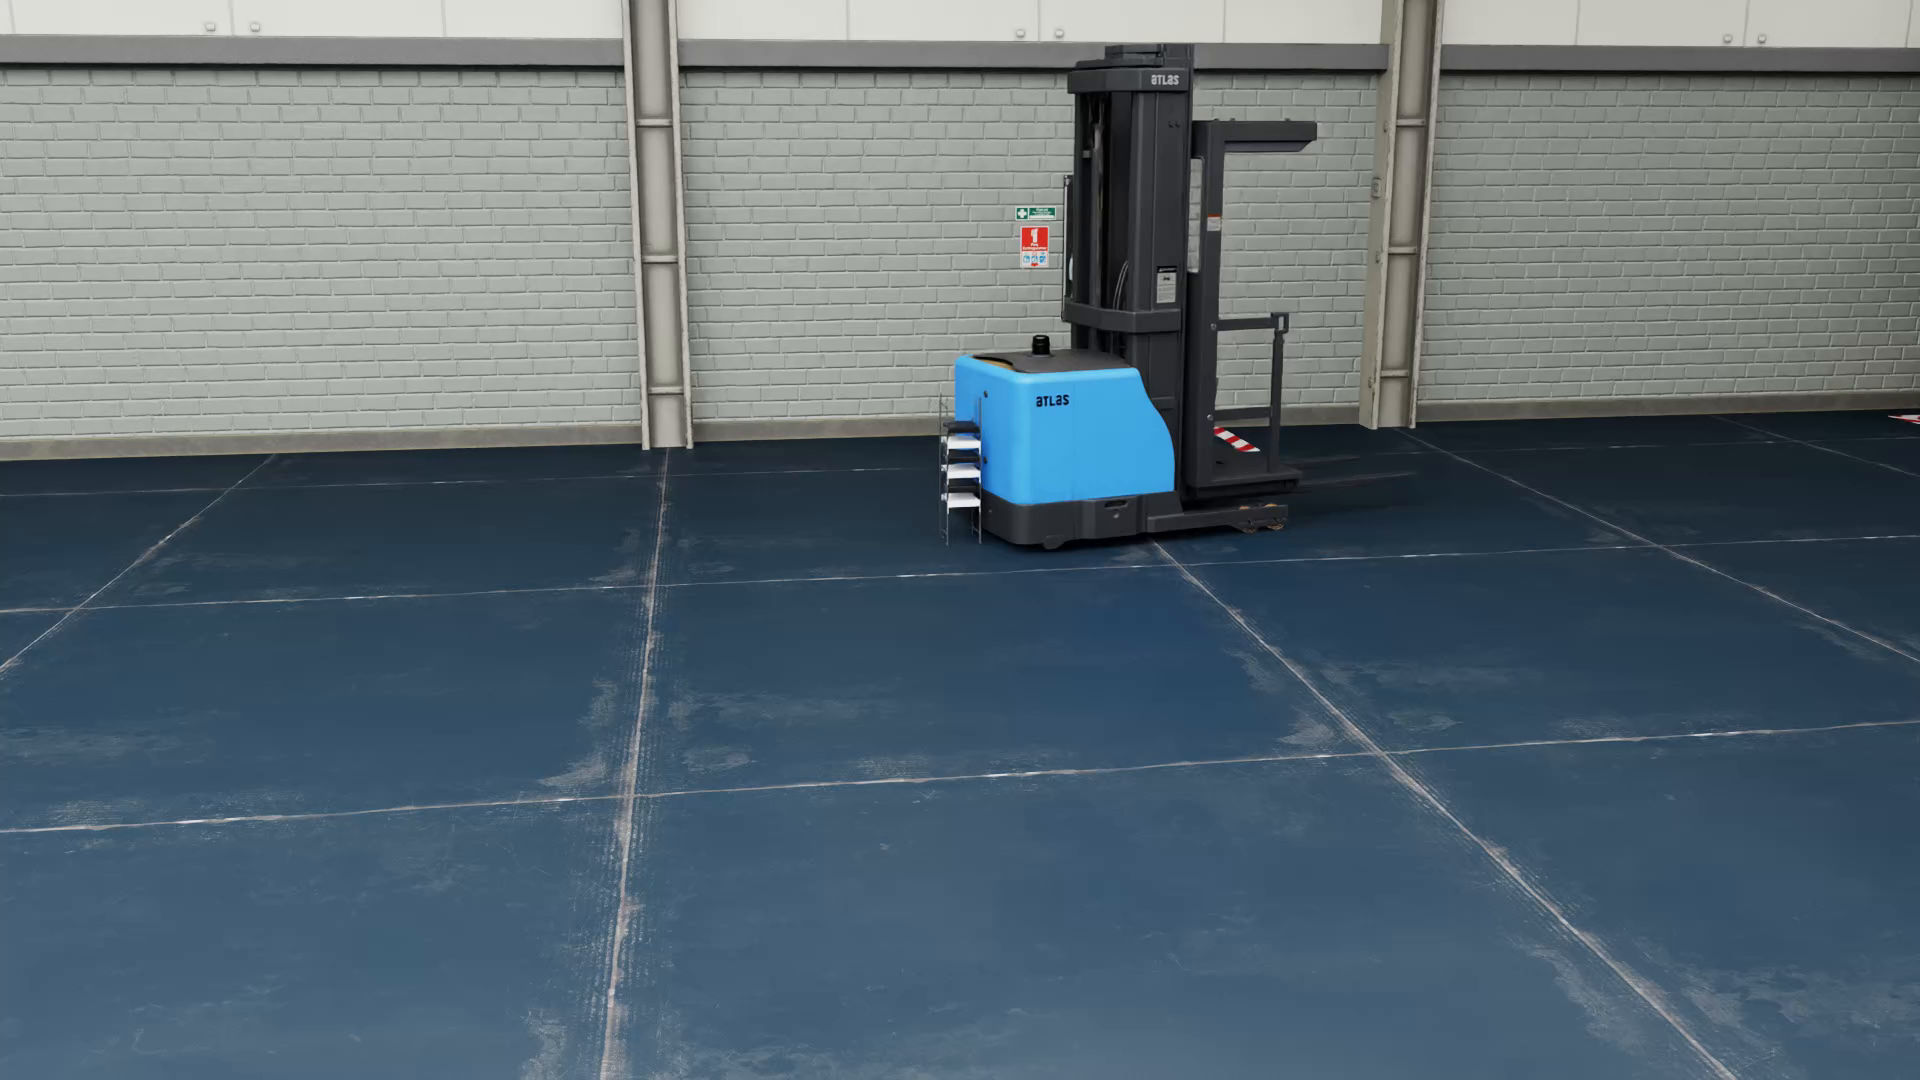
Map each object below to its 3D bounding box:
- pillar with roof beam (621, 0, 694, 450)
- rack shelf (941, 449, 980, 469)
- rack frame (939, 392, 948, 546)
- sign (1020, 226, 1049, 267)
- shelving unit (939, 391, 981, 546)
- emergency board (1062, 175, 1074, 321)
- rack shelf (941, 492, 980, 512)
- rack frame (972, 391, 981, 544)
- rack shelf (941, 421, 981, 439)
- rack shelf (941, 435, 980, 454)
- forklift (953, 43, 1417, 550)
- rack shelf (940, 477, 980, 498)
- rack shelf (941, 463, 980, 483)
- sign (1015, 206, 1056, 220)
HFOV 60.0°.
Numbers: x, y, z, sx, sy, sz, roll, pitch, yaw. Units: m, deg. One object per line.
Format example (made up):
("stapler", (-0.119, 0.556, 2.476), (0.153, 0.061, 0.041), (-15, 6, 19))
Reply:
("pillar with roof beam", (-1.678, -4.083, 8.002), (0.400, 9.000, 9.100), (-2, 14, -8))
("rack shelf", (0.000, -0.491, 10.091), (0.200, 0.077, 0.258), (-3, 14, -11))
("rack frame", (-0.100, -0.431, 10.085), (0.006, 0.900, 0.240), (-3, 14, -11))
("sign", (0.602, -2.367, 13.422), (0.234, 0.329, 0.001), (-2, 14, -8))
("shelving unit", (0.000, -0.436, 10.105), (0.210, 0.900, 0.258), (-3, 14, -11))
("emergency board", (1.164, -2.345, 13.407), (0.643, 1.169, 0.194), (-2, 14, -8))
("rack shelf", (0.000, -0.229, 10.155), (0.200, 0.077, 0.258), (-3, 14, -11))
("rack frame", (0.100, -0.440, 10.124), (0.006, 0.900, 0.240), (-3, 14, -11))
("rack shelf", (0.000, -0.666, 10.049), (0.200, 0.077, 0.258), (-3, 14, -11))
("rack shelf", (0.000, -0.578, 10.070), (0.200, 0.077, 0.258), (-3, 14, -11))
("forklift", (1.519, -1.577, 10.484), (3.031, 2.935, 1.130), (-6, 15, -22))
("rack shelf", (0.000, -0.316, 10.134), (0.200, 0.077, 0.258), (-3, 14, -11))
("rack shelf", (0.000, -0.403, 10.113), (0.200, 0.077, 0.258), (-3, 14, -11))
("sign", (0.608, -2.622, 13.349), (0.331, 0.109, 0.001), (-2, 14, -8))
